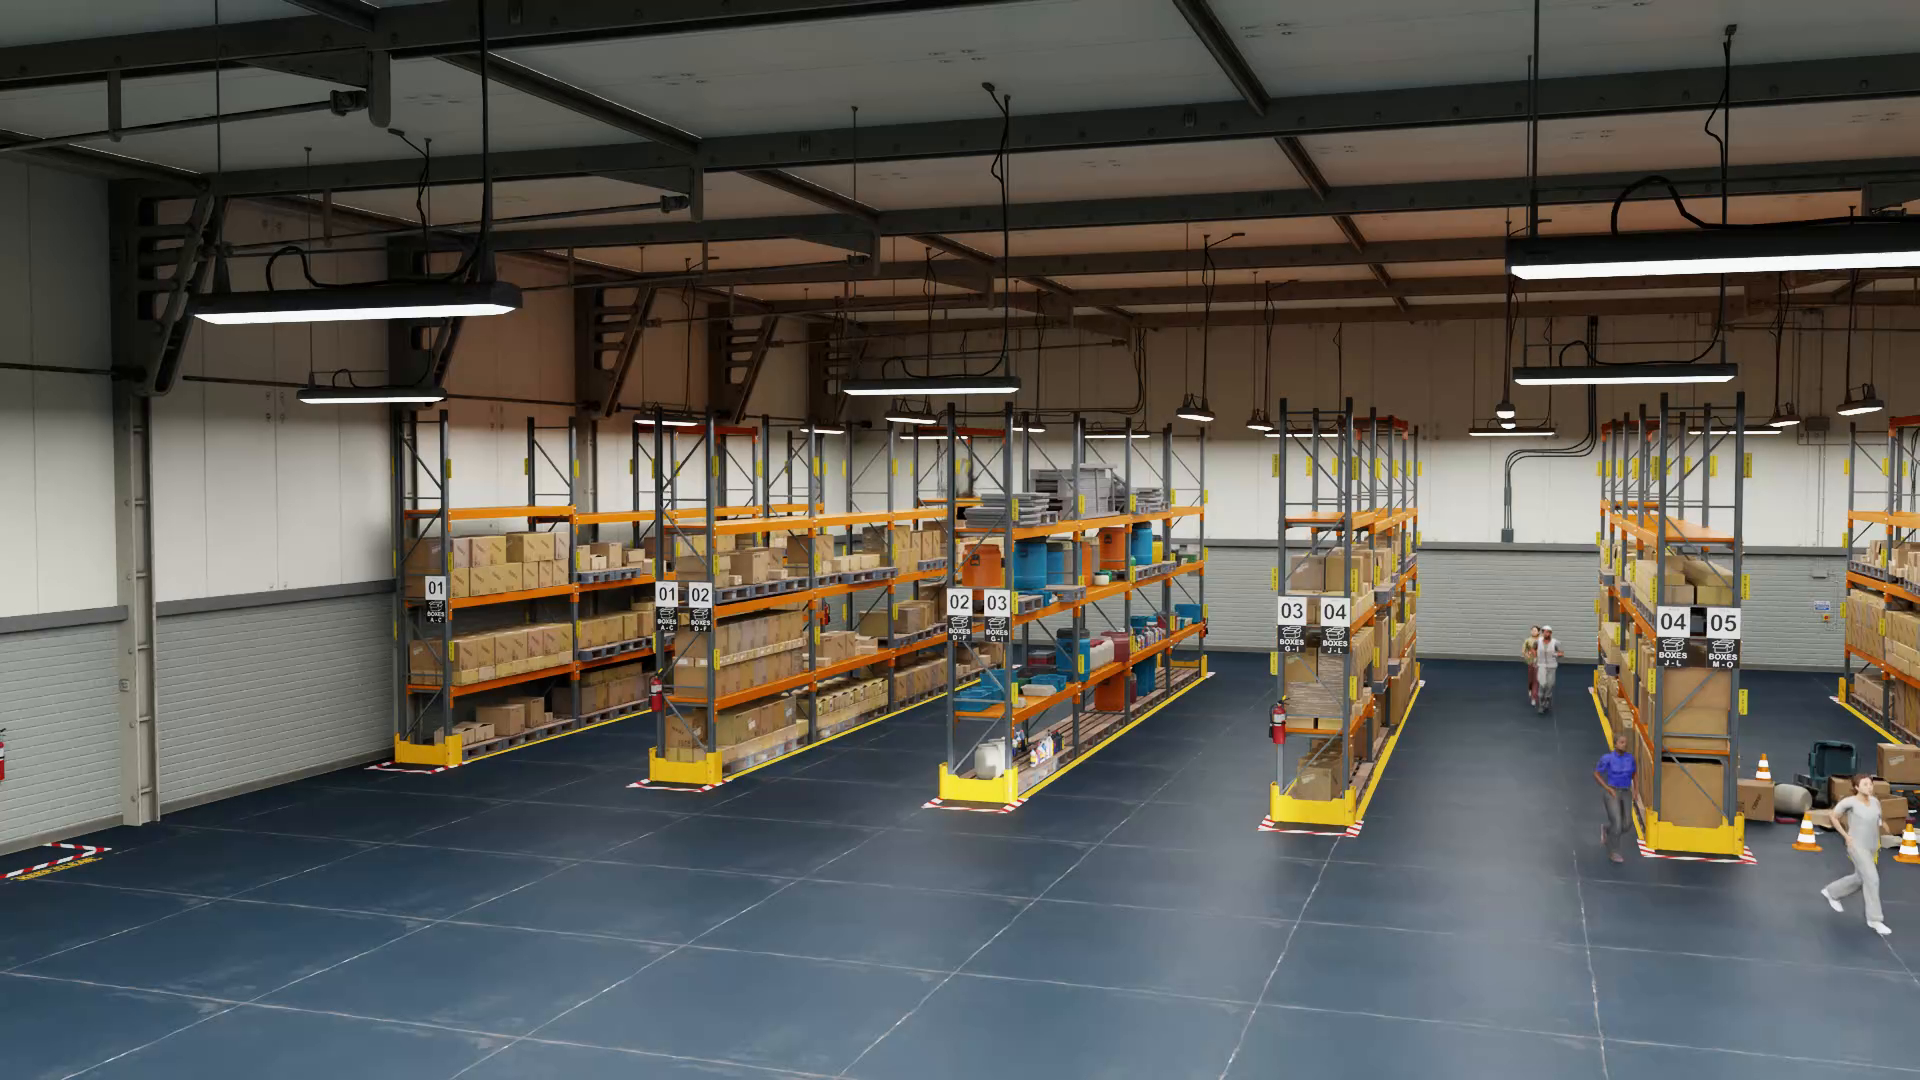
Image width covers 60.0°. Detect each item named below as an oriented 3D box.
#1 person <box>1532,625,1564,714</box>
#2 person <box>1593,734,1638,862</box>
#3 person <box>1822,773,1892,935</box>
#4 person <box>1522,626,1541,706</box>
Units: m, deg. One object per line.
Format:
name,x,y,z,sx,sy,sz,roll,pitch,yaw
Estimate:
person,12.051,2.664,34.097,0.616,1.832,0.746,1,3,18
person,8.444,3.294,21.424,0.618,1.623,0.594,0,2,-10
person,9.869,3.384,18.231,0.558,1.681,0.891,-1,3,-19
person,12.317,2.613,35.543,0.587,1.576,0.799,1,3,26
